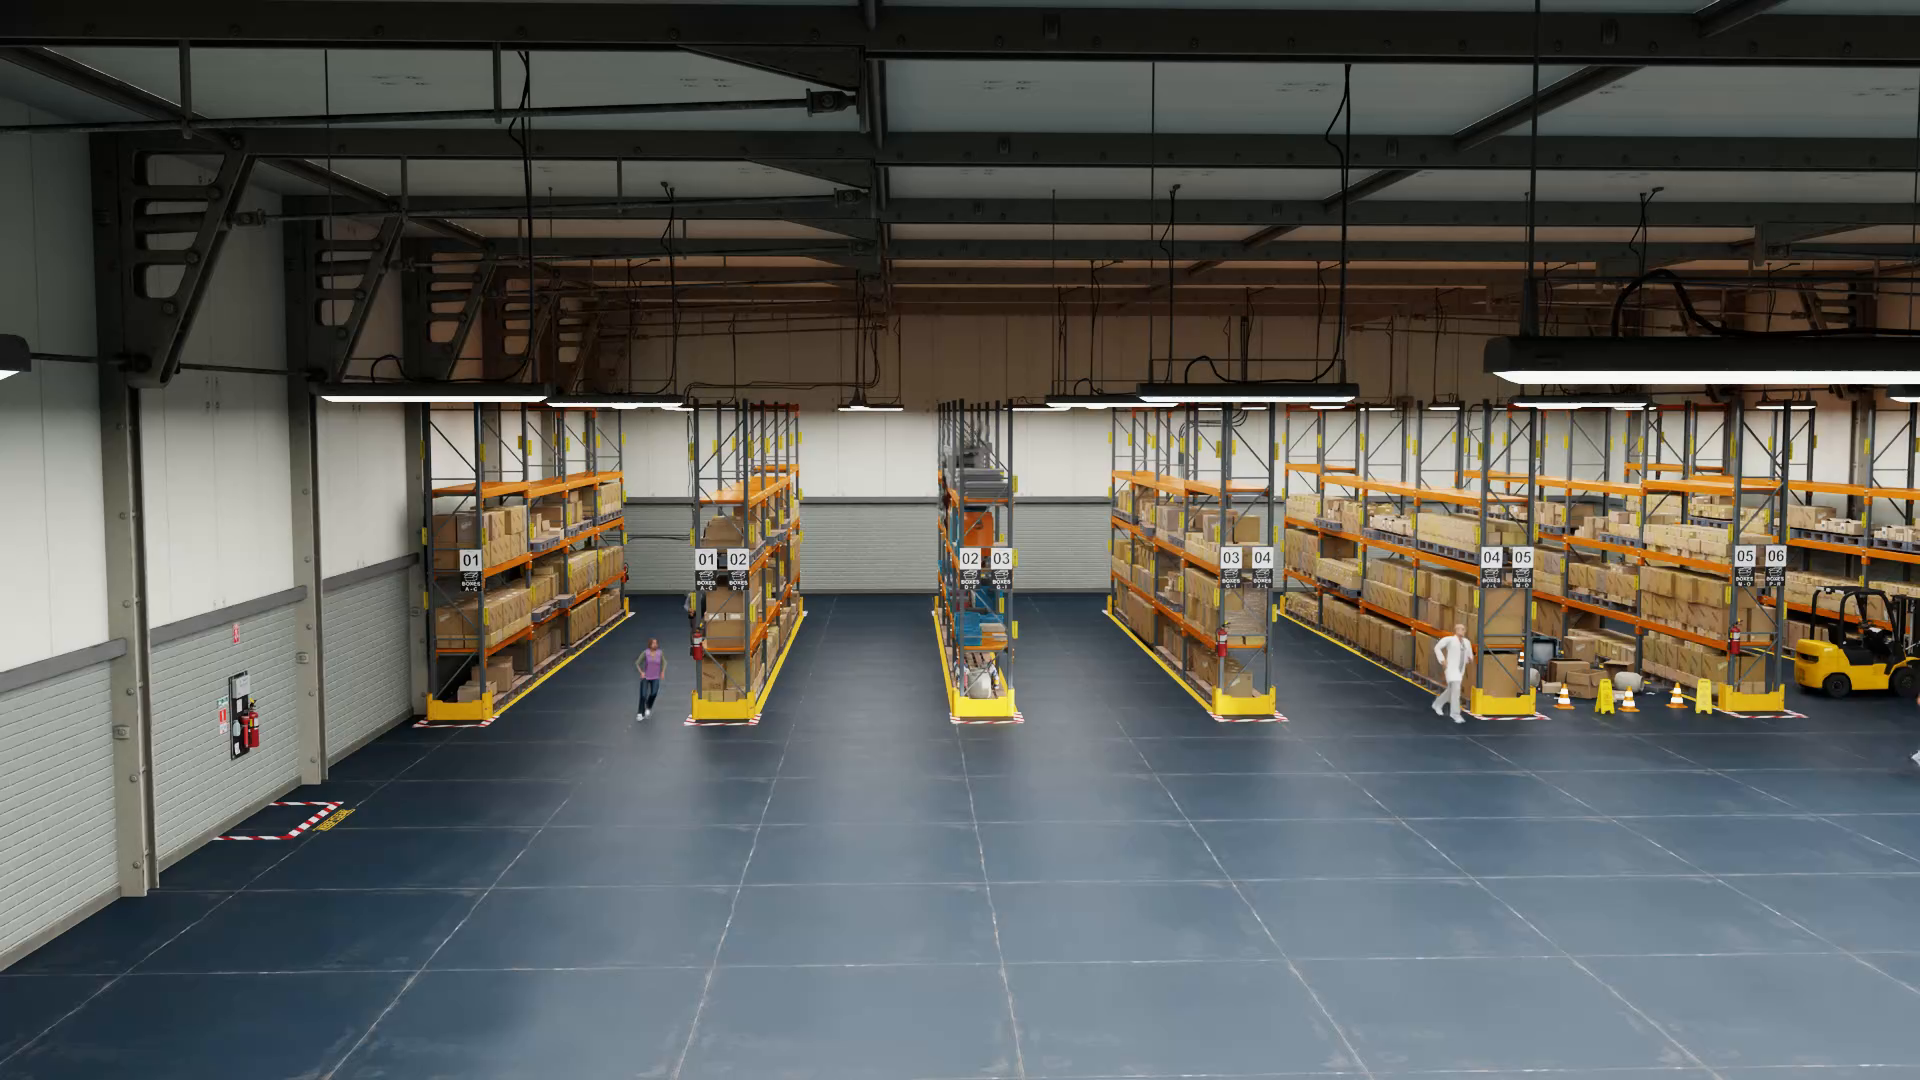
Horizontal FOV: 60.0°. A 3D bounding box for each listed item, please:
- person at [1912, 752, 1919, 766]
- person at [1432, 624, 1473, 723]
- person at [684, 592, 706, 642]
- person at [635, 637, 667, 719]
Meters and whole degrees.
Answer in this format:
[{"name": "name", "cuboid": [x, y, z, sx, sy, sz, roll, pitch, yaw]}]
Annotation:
[{"name": "person", "cuboid": [15.345, 2.863, 25.872, 0.695, 1.763, 0.964, -4, 6, -45]}, {"name": "person", "cuboid": [9.313, 2.475, 31.236, 0.696, 1.802, 0.899, -3, 5, -31]}, {"name": "person", "cuboid": [-6.230, 1.876, 39.579, 0.665, 1.713, 0.821, 0, 4, -6]}, {"name": "person", "cuboid": [-5.762, 2.590, 31.032, 0.602, 1.542, 0.539, -1, 5, -16]}]
